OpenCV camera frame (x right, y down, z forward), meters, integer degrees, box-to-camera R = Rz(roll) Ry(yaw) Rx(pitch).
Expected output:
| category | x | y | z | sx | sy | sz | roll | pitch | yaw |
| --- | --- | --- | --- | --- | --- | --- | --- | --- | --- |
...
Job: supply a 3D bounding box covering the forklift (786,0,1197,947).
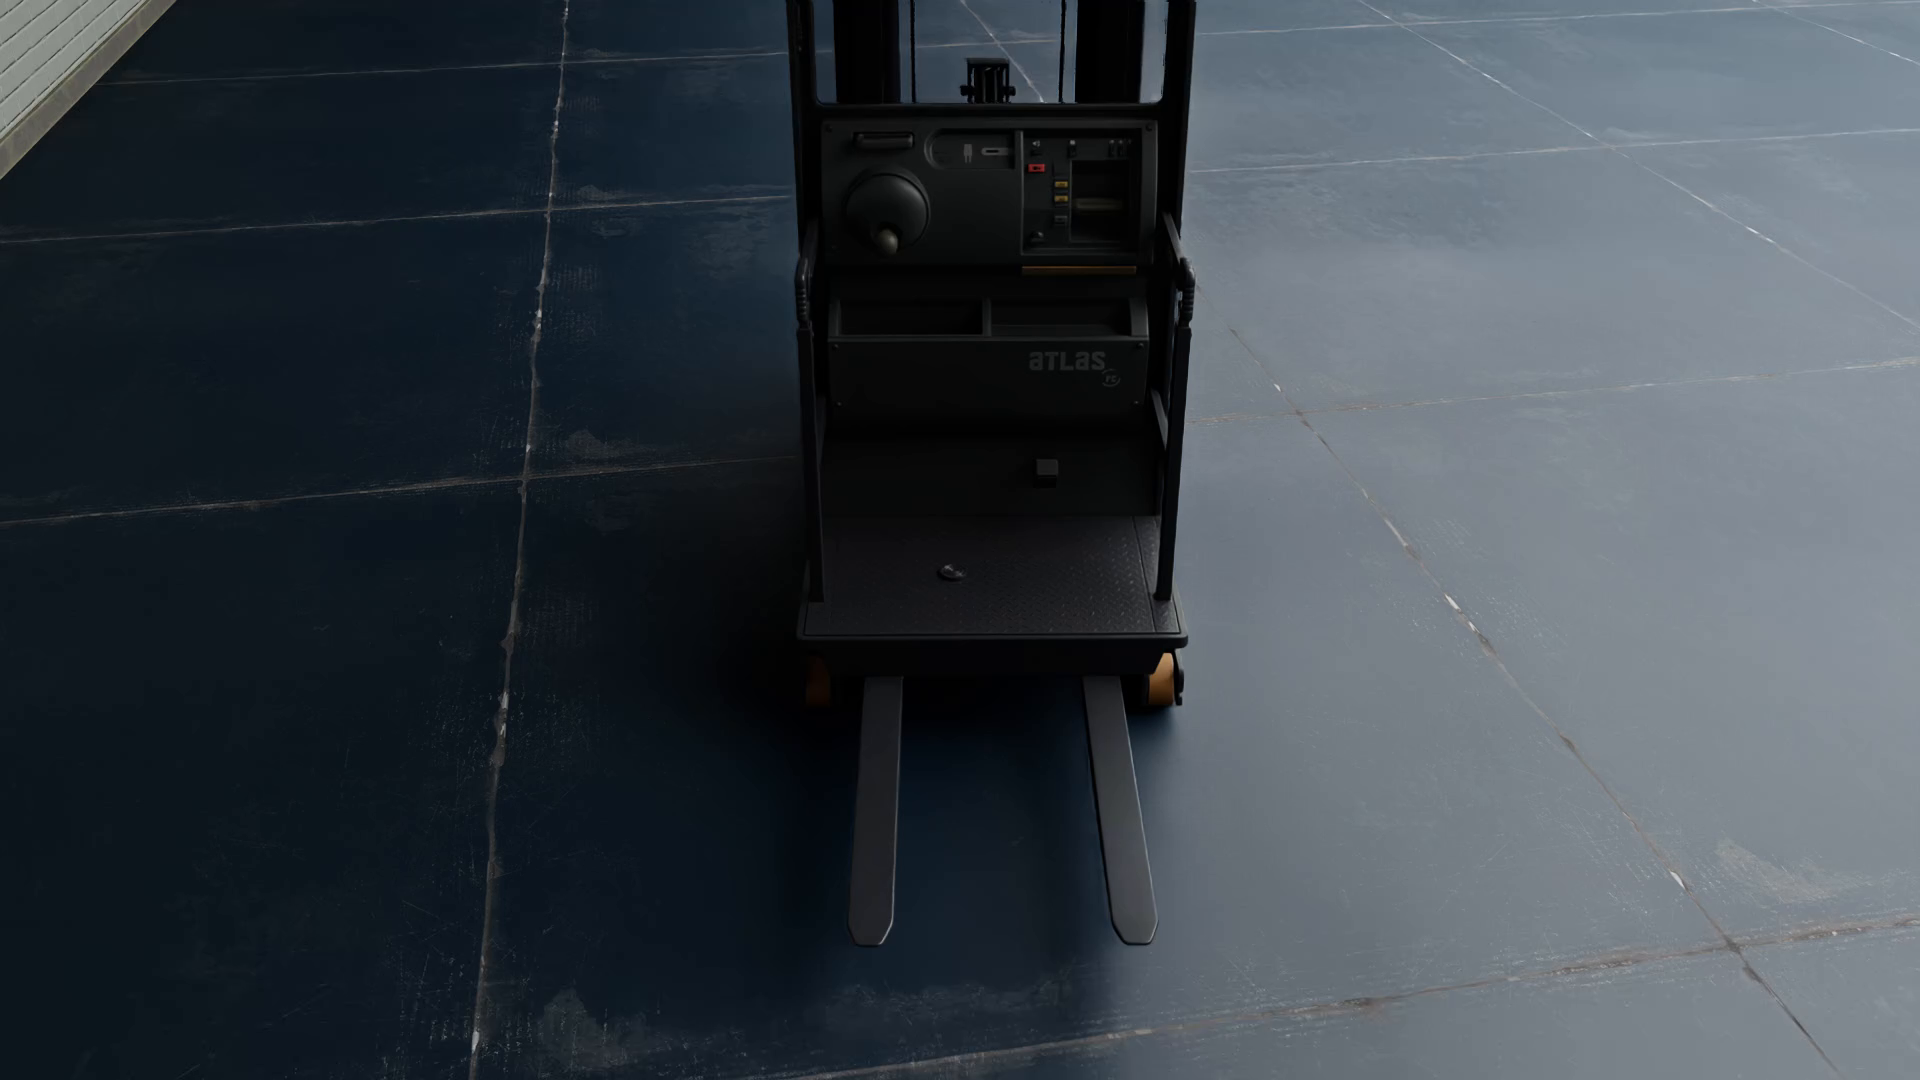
| category | x | y | z | sx | sy | sz | roll | pitch | yaw |
| --- | --- | --- | --- | --- | --- | --- | --- | --- | --- |
| forklift | 0.086 | -0.925 | 4.431 | 1.130 | 2.935 | 3.031 | 0 | 30 | 0 |
